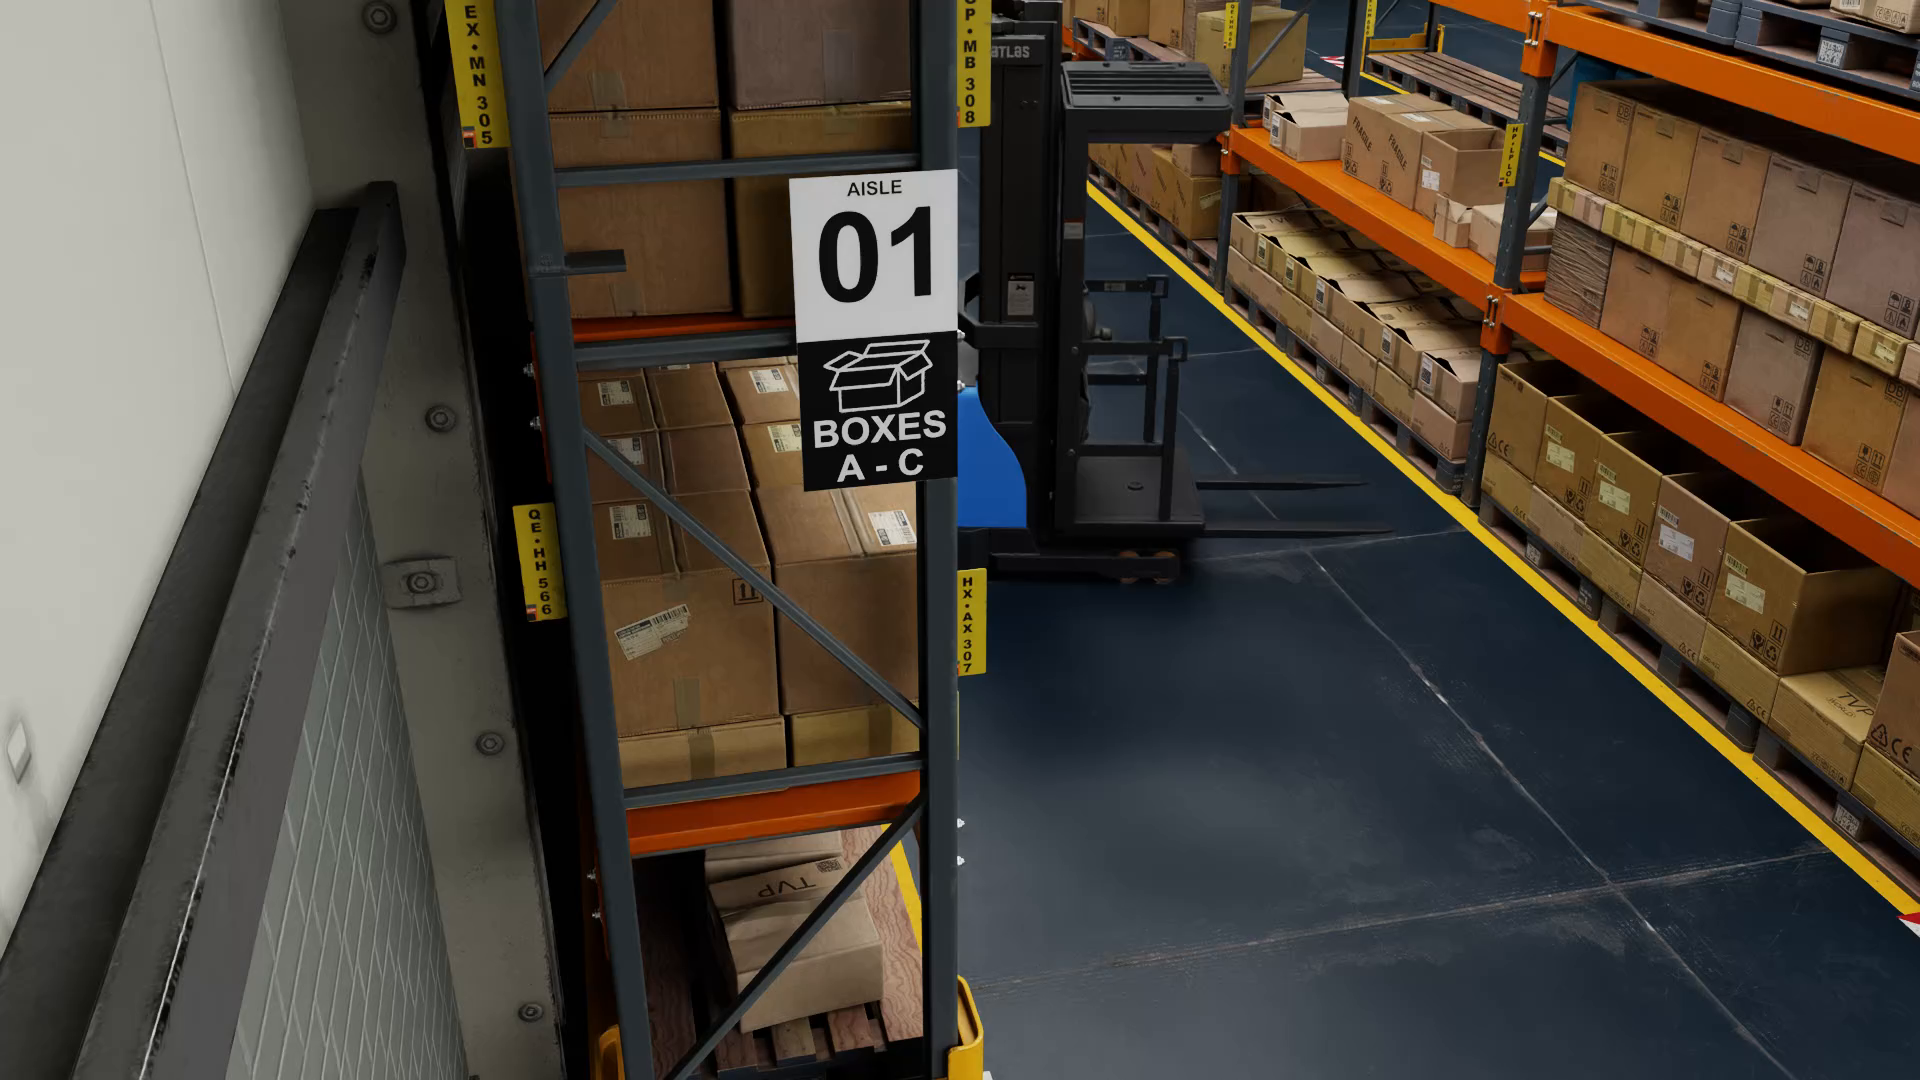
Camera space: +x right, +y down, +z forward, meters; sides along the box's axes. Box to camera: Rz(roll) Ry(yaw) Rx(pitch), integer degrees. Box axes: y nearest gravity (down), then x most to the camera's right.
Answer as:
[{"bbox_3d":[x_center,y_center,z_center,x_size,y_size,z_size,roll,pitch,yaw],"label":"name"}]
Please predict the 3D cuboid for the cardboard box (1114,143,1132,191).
[{"bbox_3d":[1.723,-3.495,15.132,0.500,0.500,0.500,-6,27,-11],"label":"cardboard box"}]

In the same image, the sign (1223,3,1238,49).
[{"bbox_3d":[1.989,-3.771,12.196,0.100,0.325,0.005,-6,27,-12],"label":"sign"}]

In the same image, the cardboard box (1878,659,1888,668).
[{"bbox_3d":[4.186,0.506,7.504,0.500,0.250,0.500,-6,27,-12],"label":"cardboard box"}]

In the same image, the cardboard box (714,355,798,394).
[{"bbox_3d":[-0.661,-0.520,6.264,0.500,0.500,0.500,-5,27,-10],"label":"cardboard box"}]

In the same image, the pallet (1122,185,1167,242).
[{"bbox_3d":[2.113,-2.970,14.901,1.003,0.211,1.213,-6,27,-12],"label":"pallet"}]

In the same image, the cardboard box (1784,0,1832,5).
[{"bbox_3d":[3.666,-2.493,6.794,0.797,0.503,0.637,-3,27,-6],"label":"cardboard box"}]

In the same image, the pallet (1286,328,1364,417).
[{"bbox_3d":[2.935,-1.204,11.402,1.003,0.211,1.213,-6,27,-12],"label":"pallet"}]

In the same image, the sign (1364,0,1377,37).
[{"bbox_3d":[3.056,-3.924,12.410,0.100,0.325,0.005,-6,27,-12],"label":"sign"}]

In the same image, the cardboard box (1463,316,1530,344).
[{"bbox_3d":[3.459,-1.231,10.322,0.500,0.311,0.500,-6,27,-12],"label":"cardboard box"}]

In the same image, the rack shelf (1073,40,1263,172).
[{"bbox_3d":[2.065,-3.906,14.458,1.077,0.370,4.000,-6,27,-12],"label":"rack shelf"}]

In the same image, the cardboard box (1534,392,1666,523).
[{"bbox_3d":[3.337,-0.434,8.534,0.500,0.500,0.500,-6,27,-12],"label":"cardboard box"}]

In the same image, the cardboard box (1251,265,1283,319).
[{"bbox_3d":[2.462,-1.829,12.130,0.500,0.250,0.500,-7,28,-13],"label":"cardboard box"}]

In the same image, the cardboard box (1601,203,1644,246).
[{"bbox_3d":[3.406,-1.566,8.194,0.380,0.149,0.250,-7,28,-13],"label":"cardboard box"}]

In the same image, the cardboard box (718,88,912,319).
[{"bbox_3d":[-0.338,-0.897,4.237,0.500,0.500,0.500,-5,27,-10],"label":"cardboard box"}]

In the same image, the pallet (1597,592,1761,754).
[{"bbox_3d":[3.834,0.542,7.942,1.003,0.211,1.213,-6,27,-12],"label":"pallet"}]

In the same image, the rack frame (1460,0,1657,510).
[{"bbox_3d":[3.417,-1.593,9.078,1.000,3.000,0.127,-6,27,-12],"label":"rack frame"}]

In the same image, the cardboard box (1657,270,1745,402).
[{"bbox_3d":[3.758,-0.992,7.776,0.700,0.500,0.500,-6,27,-11],"label":"cardboard box"}]

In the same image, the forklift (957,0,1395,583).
[{"bbox_3d":[0.808,-1.322,8.617,3.031,2.935,1.130,0,27,1],"label":"forklift"}]

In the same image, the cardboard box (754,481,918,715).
[{"bbox_3d":[-0.321,0.151,4.935,0.500,0.500,0.500,-6,27,-12],"label":"cardboard box"}]

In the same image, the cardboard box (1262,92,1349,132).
[{"bbox_3d":[2.555,-3.145,12.251,0.500,0.311,0.500,-4,27,-8],"label":"cardboard box"}]

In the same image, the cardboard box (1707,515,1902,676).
[{"bbox_3d":[3.668,0.225,7.228,0.500,0.500,0.500,-6,27,-12],"label":"cardboard box"}]

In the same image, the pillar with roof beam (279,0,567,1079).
[{"bbox_3d":[2.687,-2.667,4.548,9.100,9.000,0.400,-6,27,-12],"label":"pillar with roof beam"}]

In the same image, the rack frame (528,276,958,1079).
[{"bbox_3d":[-0.507,0.667,4.599,1.000,3.000,0.127,-6,27,-12],"label":"rack frame"}]

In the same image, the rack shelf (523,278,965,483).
[{"bbox_3d":[-0.957,-1.228,5.824,1.077,0.370,4.000,-6,27,-12],"label":"rack shelf"}]

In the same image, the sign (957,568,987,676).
[{"bbox_3d":[0.022,0.226,4.513,0.100,0.325,0.005,-6,27,-12],"label":"sign"}]

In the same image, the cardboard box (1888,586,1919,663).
[{"bbox_3d":[4.300,0.391,6.900,0.500,0.500,0.500,-6,27,-12],"label":"cardboard box"}]

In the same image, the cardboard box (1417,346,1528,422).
[{"bbox_3d":[3.047,-0.952,9.771,0.500,0.311,0.500,-6,27,-12],"label":"cardboard box"}]

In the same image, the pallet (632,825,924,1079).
[{"bbox_3d":[-0.672,1.519,6.007,1.003,0.211,1.213,-6,27,-12],"label":"pallet"}]

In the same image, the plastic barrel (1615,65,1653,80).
[{"bbox_3d":[6.707,-4.306,16.315,0.600,0.901,0.708,-6,27,-12],"label":"plastic barrel"}]

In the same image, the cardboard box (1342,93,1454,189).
[{"bbox_3d":[2.910,-2.659,11.078,0.500,0.500,0.500,-7,28,-14],"label":"cardboard box"}]

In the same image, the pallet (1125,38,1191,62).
[{"bbox_3d":[2.073,-4.117,14.290,1.003,0.211,1.213,-6,27,-12],"label":"pallet"}]

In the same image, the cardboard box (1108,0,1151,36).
[{"bbox_3d":[1.720,-4.811,14.876,0.700,0.500,0.500,-2,27,-3],"label":"cardboard box"}]

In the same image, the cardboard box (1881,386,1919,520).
[{"bbox_3d":[4.103,-0.318,6.440,0.700,0.500,0.500,-5,27,-10],"label":"cardboard box"}]

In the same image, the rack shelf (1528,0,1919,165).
[{"bbox_3d":[3.868,-1.733,6.824,1.077,0.370,4.000,-6,27,-12],"label":"rack shelf"}]

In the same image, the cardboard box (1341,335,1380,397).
[{"bbox_3d":[2.814,-1.153,10.790,0.500,0.250,0.500,-5,27,-10],"label":"cardboard box"}]

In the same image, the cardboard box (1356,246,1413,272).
[{"bbox_3d":[3.108,-1.905,11.659,0.500,0.311,0.500,-6,27,-12],"label":"cardboard box"}]

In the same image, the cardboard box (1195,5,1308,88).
[{"bbox_3d":[2.264,-3.846,12.964,0.700,0.500,0.500,-16,31,-29],"label":"cardboard box"}]

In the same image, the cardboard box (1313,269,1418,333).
[{"bbox_3d":[2.704,-1.620,11.094,0.500,0.311,0.500,-6,27,-12],"label":"cardboard box"}]

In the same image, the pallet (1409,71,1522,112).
[{"bbox_3d":[5.959,-5.217,19.352,1.003,0.211,1.213,-6,27,-12],"label":"pallet"}]

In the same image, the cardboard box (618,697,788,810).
[{"bbox_3d":[-0.801,0.540,4.995,0.500,0.250,0.500,-6,27,-11],"label":"cardboard box"}]

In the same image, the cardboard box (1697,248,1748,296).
[{"bbox_3d":[3.584,-1.224,7.516,0.380,0.149,0.250,-7,28,-13],"label":"cardboard box"}]

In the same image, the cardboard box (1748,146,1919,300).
[{"bbox_3d":[3.863,-1.362,7.068,0.700,0.500,0.500,-6,27,-12],"label":"cardboard box"}]

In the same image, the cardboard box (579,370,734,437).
[{"bbox_3d":[-1.044,-0.243,5.715,0.500,0.500,0.500,-7,28,-13],"label":"cardboard box"}]

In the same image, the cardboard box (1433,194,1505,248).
[{"bbox_3d":[3.040,-1.901,9.836,0.396,0.266,0.258,-7,28,-13],"label":"cardboard box"}]

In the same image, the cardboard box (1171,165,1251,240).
[{"bbox_3d":[2.076,-2.816,13.787,0.500,0.500,0.500,-5,27,-10],"label":"cardboard box"}]

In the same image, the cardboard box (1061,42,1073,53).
[{"bbox_3d":[1.076,-5.728,19.555,0.500,0.500,0.500,-6,27,-12],"label":"cardboard box"}]

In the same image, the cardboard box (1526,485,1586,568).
[{"bbox_3d":[3.334,-0.099,8.702,0.500,0.250,0.500,-6,27,-12],"label":"cardboard box"}]

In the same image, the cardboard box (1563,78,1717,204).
[{"bbox_3d":[3.524,-2.023,8.378,0.700,0.500,0.500,-6,27,-11],"label":"cardboard box"}]

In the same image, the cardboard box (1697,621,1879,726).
[{"bbox_3d":[3.671,0.560,7.397,0.500,0.250,0.500,-6,27,-12],"label":"cardboard box"}]

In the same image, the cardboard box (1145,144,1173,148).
[{"bbox_3d":[1.825,-3.624,14.555,0.500,0.250,0.500,-6,27,-13],"label":"cardboard box"}]

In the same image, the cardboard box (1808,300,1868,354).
[{"bbox_3d":[3.754,-0.888,6.850,0.380,0.149,0.250,-5,27,-10],"label":"cardboard box"}]

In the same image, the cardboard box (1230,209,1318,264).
[{"bbox_3d":[2.348,-2.300,12.441,0.500,0.311,0.500,-5,27,-10],"label":"cardboard box"}]
